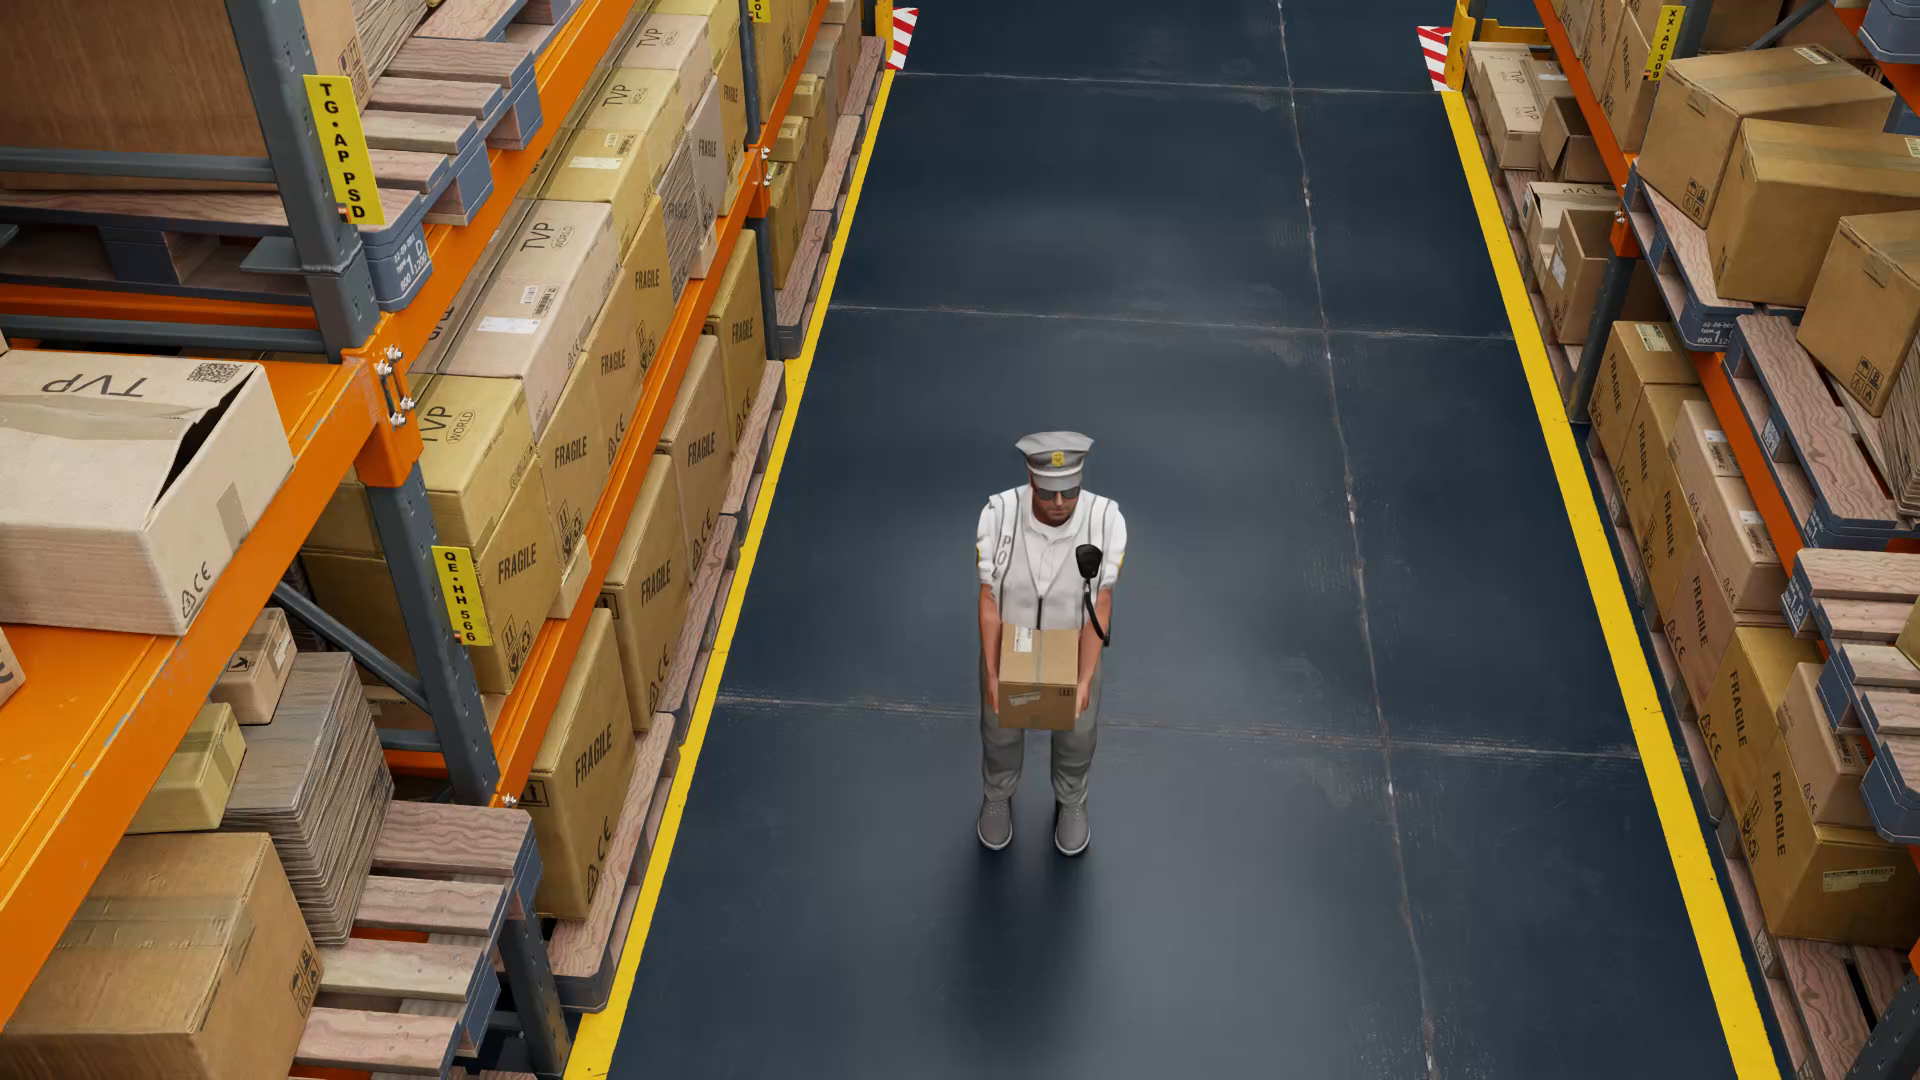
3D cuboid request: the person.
[{"bbox_3d":[0.303,0.353,5.724,0.605,1.751,0.435,1,40,2],"label":"person"}]
